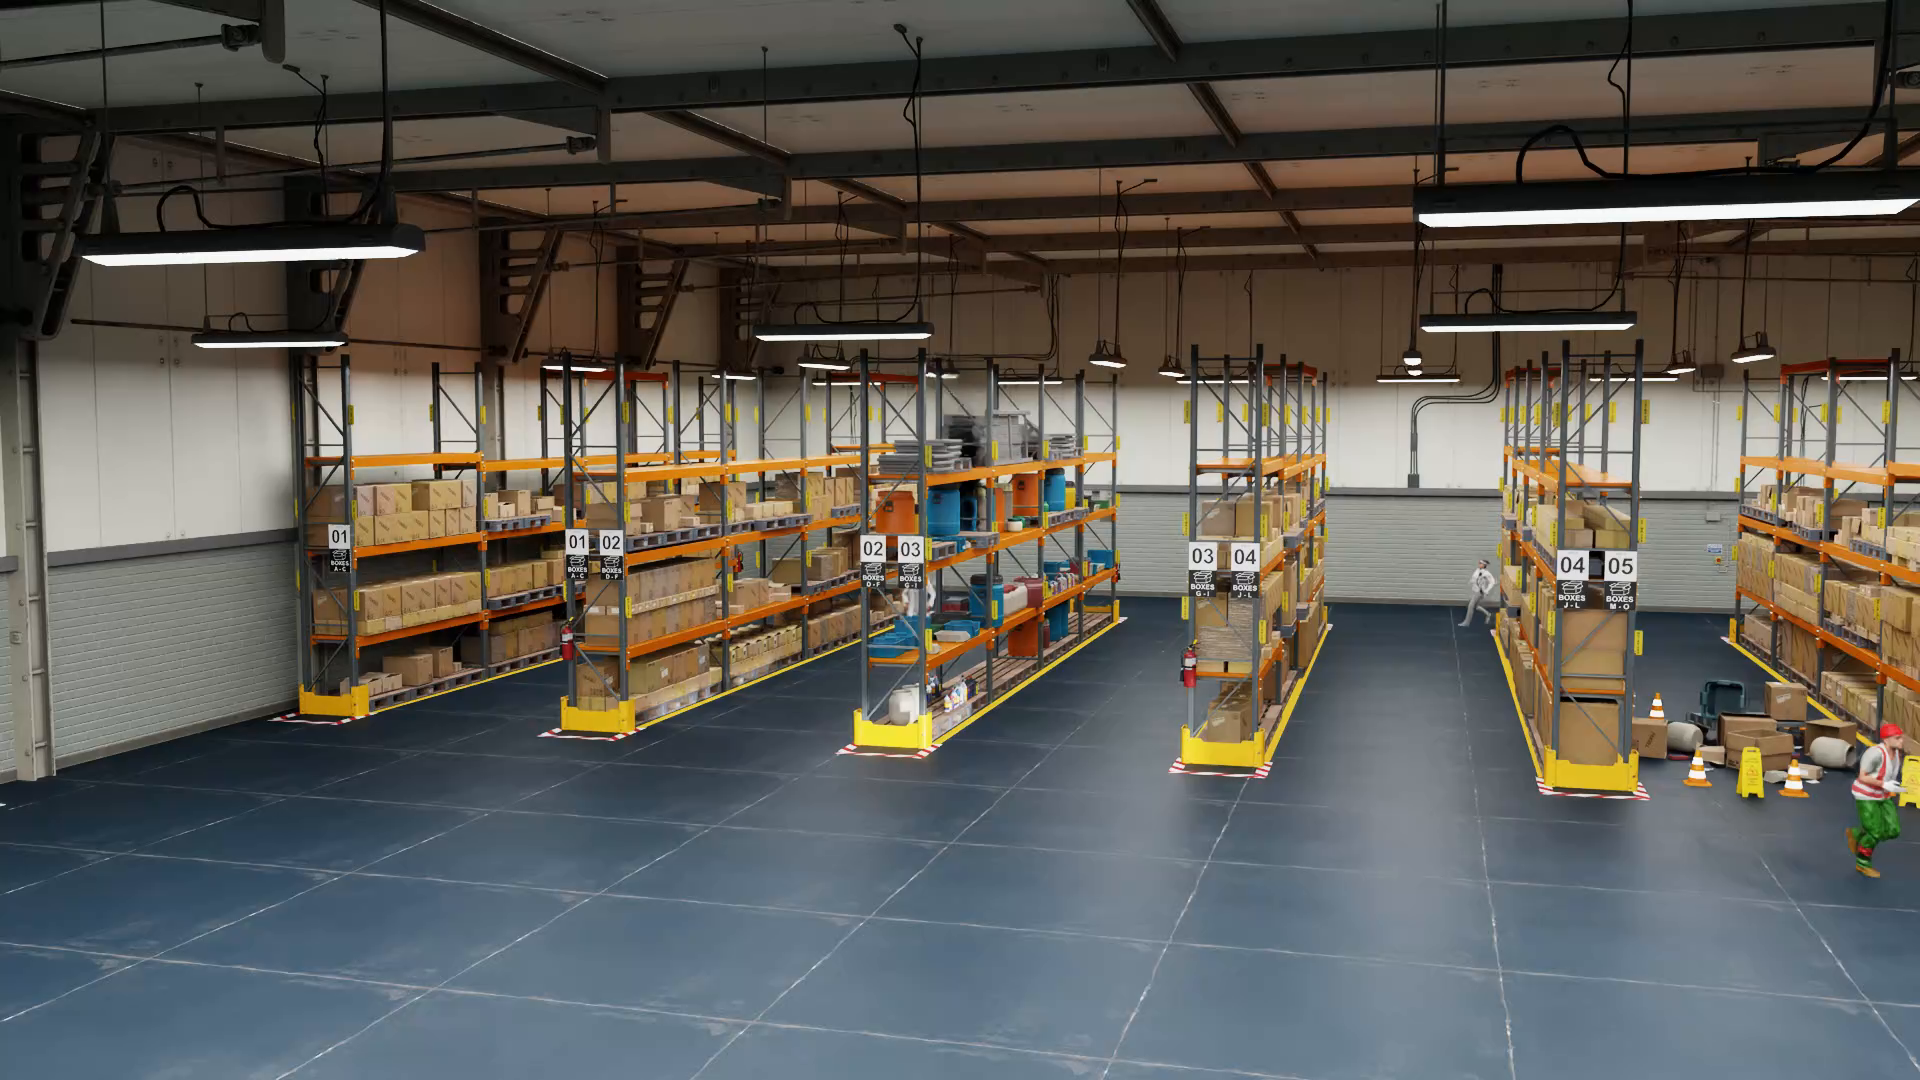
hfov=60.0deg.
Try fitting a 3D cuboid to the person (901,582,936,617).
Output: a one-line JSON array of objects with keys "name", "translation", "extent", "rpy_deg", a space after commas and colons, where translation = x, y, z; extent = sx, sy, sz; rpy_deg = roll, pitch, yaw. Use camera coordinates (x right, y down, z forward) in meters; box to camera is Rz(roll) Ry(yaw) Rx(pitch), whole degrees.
[{"name": "person", "translation": [-0.894, 1.498, 35.392], "extent": [0.742, 1.736, 0.707], "rpy_deg": [1, 4, 8]}]

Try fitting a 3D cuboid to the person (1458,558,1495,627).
[{"name": "person", "translation": [12.194, 1.225, 39.162], "extent": [0.877, 1.642, 0.668], "rpy_deg": [-1, 4, -9]}]

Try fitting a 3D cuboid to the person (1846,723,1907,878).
[{"name": "person", "translation": [9.929, 2.810, 17.998], "extent": [0.637, 1.719, 0.720], "rpy_deg": [-2, 5, -23]}]
